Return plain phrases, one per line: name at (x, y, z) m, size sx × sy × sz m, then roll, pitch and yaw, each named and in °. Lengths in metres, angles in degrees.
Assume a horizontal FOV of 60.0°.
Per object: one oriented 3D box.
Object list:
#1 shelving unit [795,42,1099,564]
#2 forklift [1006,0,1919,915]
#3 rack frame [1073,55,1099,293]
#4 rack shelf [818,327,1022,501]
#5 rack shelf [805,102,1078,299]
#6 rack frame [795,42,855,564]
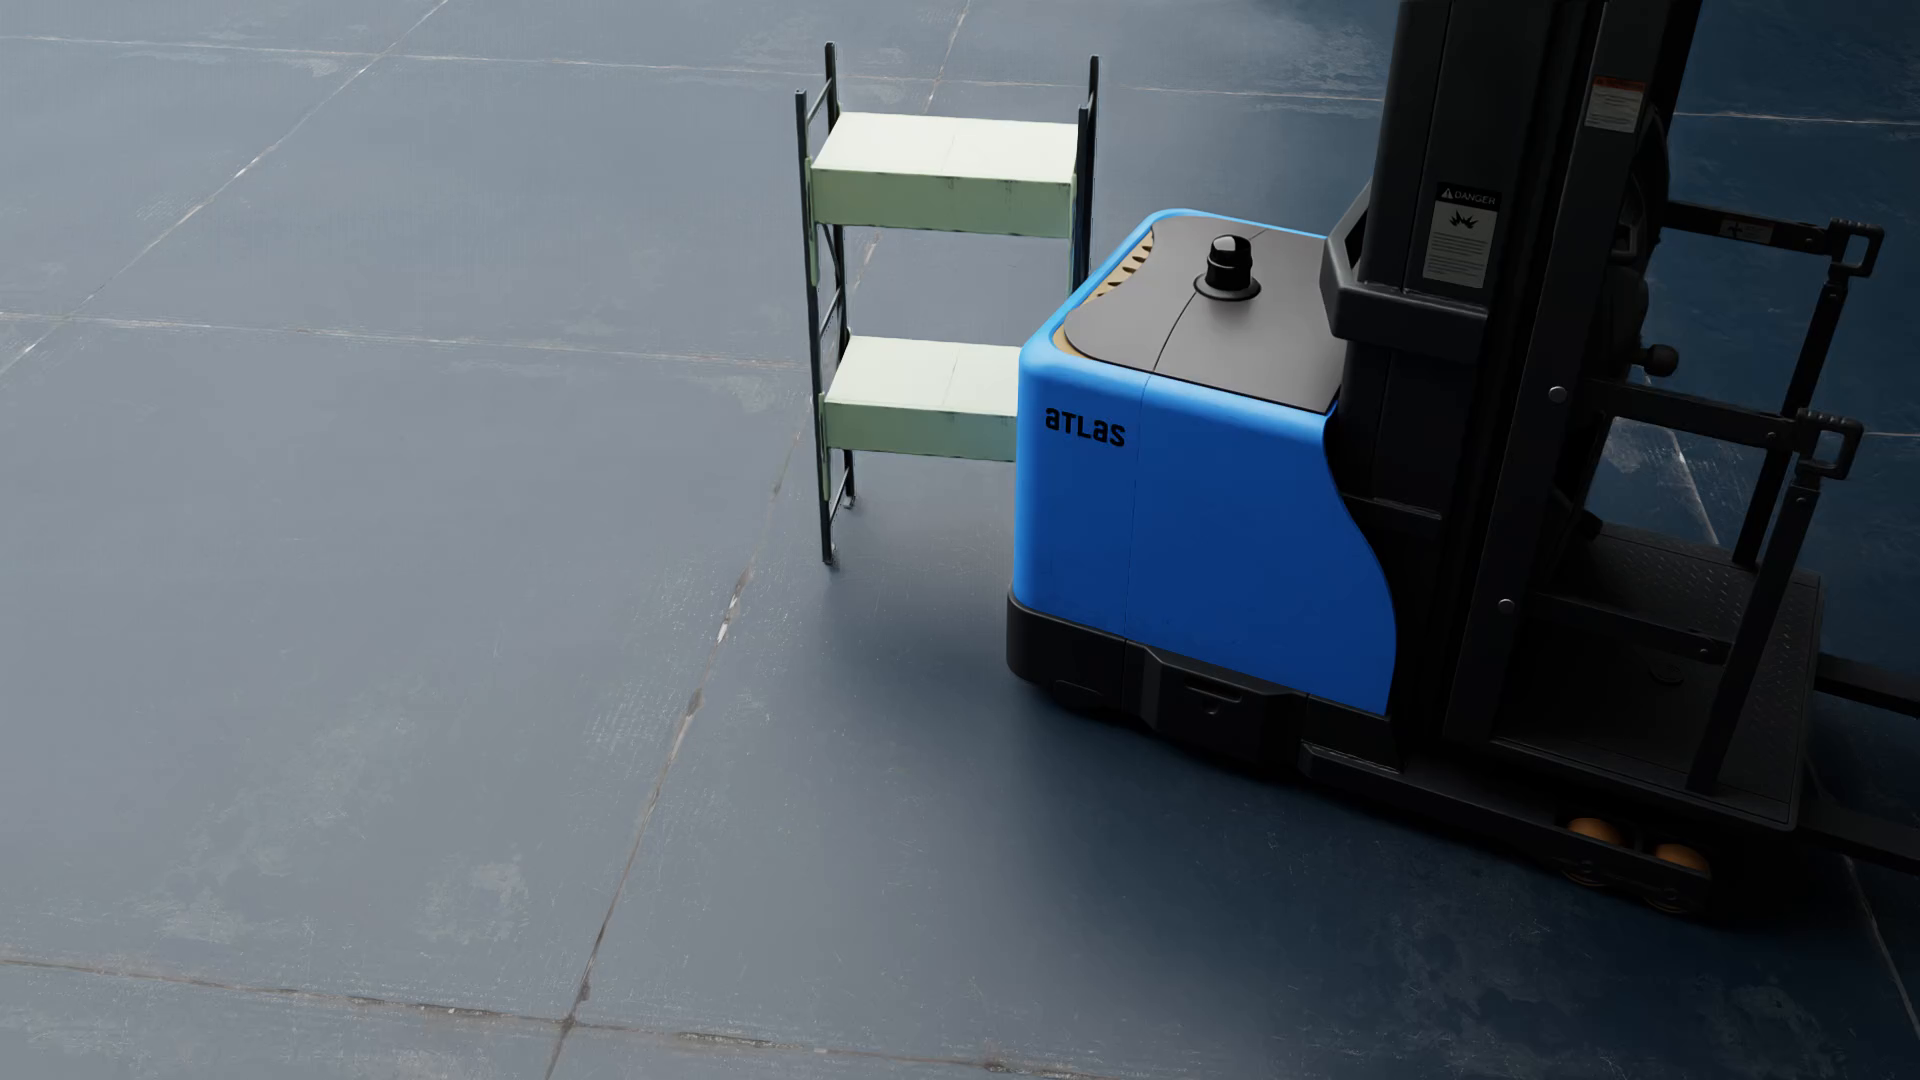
shelving unit at (-0.024, -0.622, 4.831) m, size 0.755 × 1.500 × 0.431 m, roll 5°, pitch 36°, yaw 7°
forklift at (1.682, -0.652, 3.641) m, size 3.031 × 2.935 × 1.130 m, roll 16°, pitch 39°, yaw 21°
rack frame at (0.339, -0.592, 4.788) m, size 0.023 × 1.500 × 0.400 m, roll 5°, pitch 36°, yaw 7°
rack shelf at (-0.024, -0.357, 5.020) m, size 0.720 × 0.370 × 0.431 m, roll 5°, pitch 36°, yaw 7°
rack shelf at (-0.024, -0.940, 4.604) m, size 0.720 × 0.370 × 0.431 m, roll 5°, pitch 36°, yaw 7°
rack frame at (-0.386, -0.653, 4.873) m, size 0.023 × 1.500 × 0.400 m, roll 5°, pitch 36°, yaw 7°
